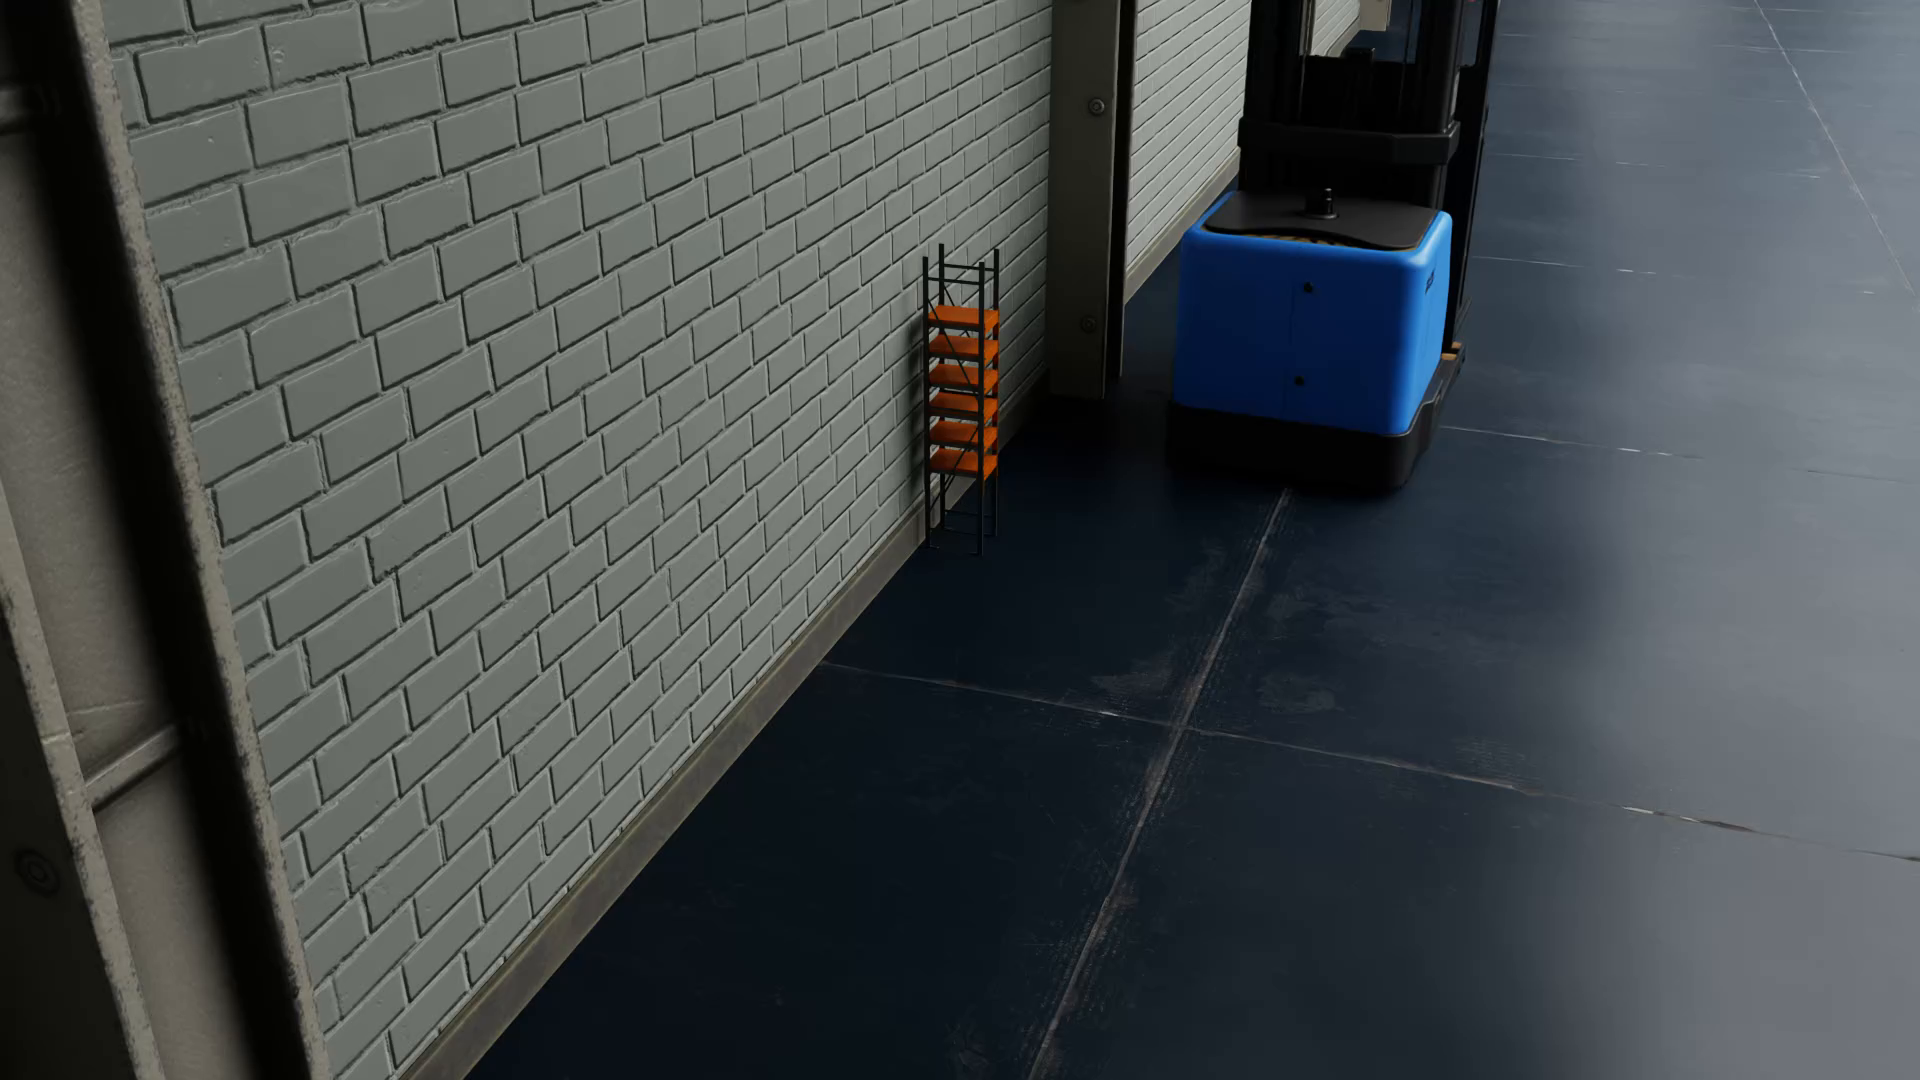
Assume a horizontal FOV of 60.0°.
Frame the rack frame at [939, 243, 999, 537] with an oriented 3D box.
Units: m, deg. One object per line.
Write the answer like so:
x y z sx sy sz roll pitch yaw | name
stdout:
0.033 -0.571 6.553 0.240 1.200 0.006 8 27 16 | rack frame

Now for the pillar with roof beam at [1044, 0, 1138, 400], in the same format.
4.676 -4.215 5.129 9.100 9.000 0.400 9 27 17 | pillar with roof beam

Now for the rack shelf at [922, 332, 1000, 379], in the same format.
0.005 -0.710 6.390 0.258 0.103 0.180 8 27 16 | rack shelf

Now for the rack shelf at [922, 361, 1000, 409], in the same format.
0.005 -0.602 6.442 0.258 0.103 0.180 8 27 16 | rack shelf

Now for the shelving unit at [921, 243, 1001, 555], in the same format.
0.005 -0.534 6.475 0.258 1.200 0.189 8 27 16 | shelving unit

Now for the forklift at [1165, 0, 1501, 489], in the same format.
1.949 -2.154 7.835 1.130 2.935 3.031 10 28 20 | forklift

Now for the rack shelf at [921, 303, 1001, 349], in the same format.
0.005 -0.818 6.338 0.258 0.103 0.180 8 27 16 | rack shelf

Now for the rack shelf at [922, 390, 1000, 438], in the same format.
0.005 -0.494 6.495 0.258 0.103 0.180 8 27 16 | rack shelf

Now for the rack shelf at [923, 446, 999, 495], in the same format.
0.005 -0.278 6.599 0.258 0.103 0.180 8 27 16 | rack shelf

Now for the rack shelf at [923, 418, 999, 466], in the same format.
0.005 -0.386 6.547 0.258 0.103 0.180 8 27 16 | rack shelf

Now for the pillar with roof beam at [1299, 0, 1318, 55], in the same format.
6.673 -6.680 10.221 9.100 9.000 0.400 9 27 17 | pillar with roof beam

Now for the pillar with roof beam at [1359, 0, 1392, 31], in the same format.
8.669 -9.146 15.314 9.100 9.000 0.400 9 27 17 | pillar with roof beam

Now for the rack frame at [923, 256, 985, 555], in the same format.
-0.024 -0.496 6.397 0.240 1.200 0.006 8 27 16 | rack frame
